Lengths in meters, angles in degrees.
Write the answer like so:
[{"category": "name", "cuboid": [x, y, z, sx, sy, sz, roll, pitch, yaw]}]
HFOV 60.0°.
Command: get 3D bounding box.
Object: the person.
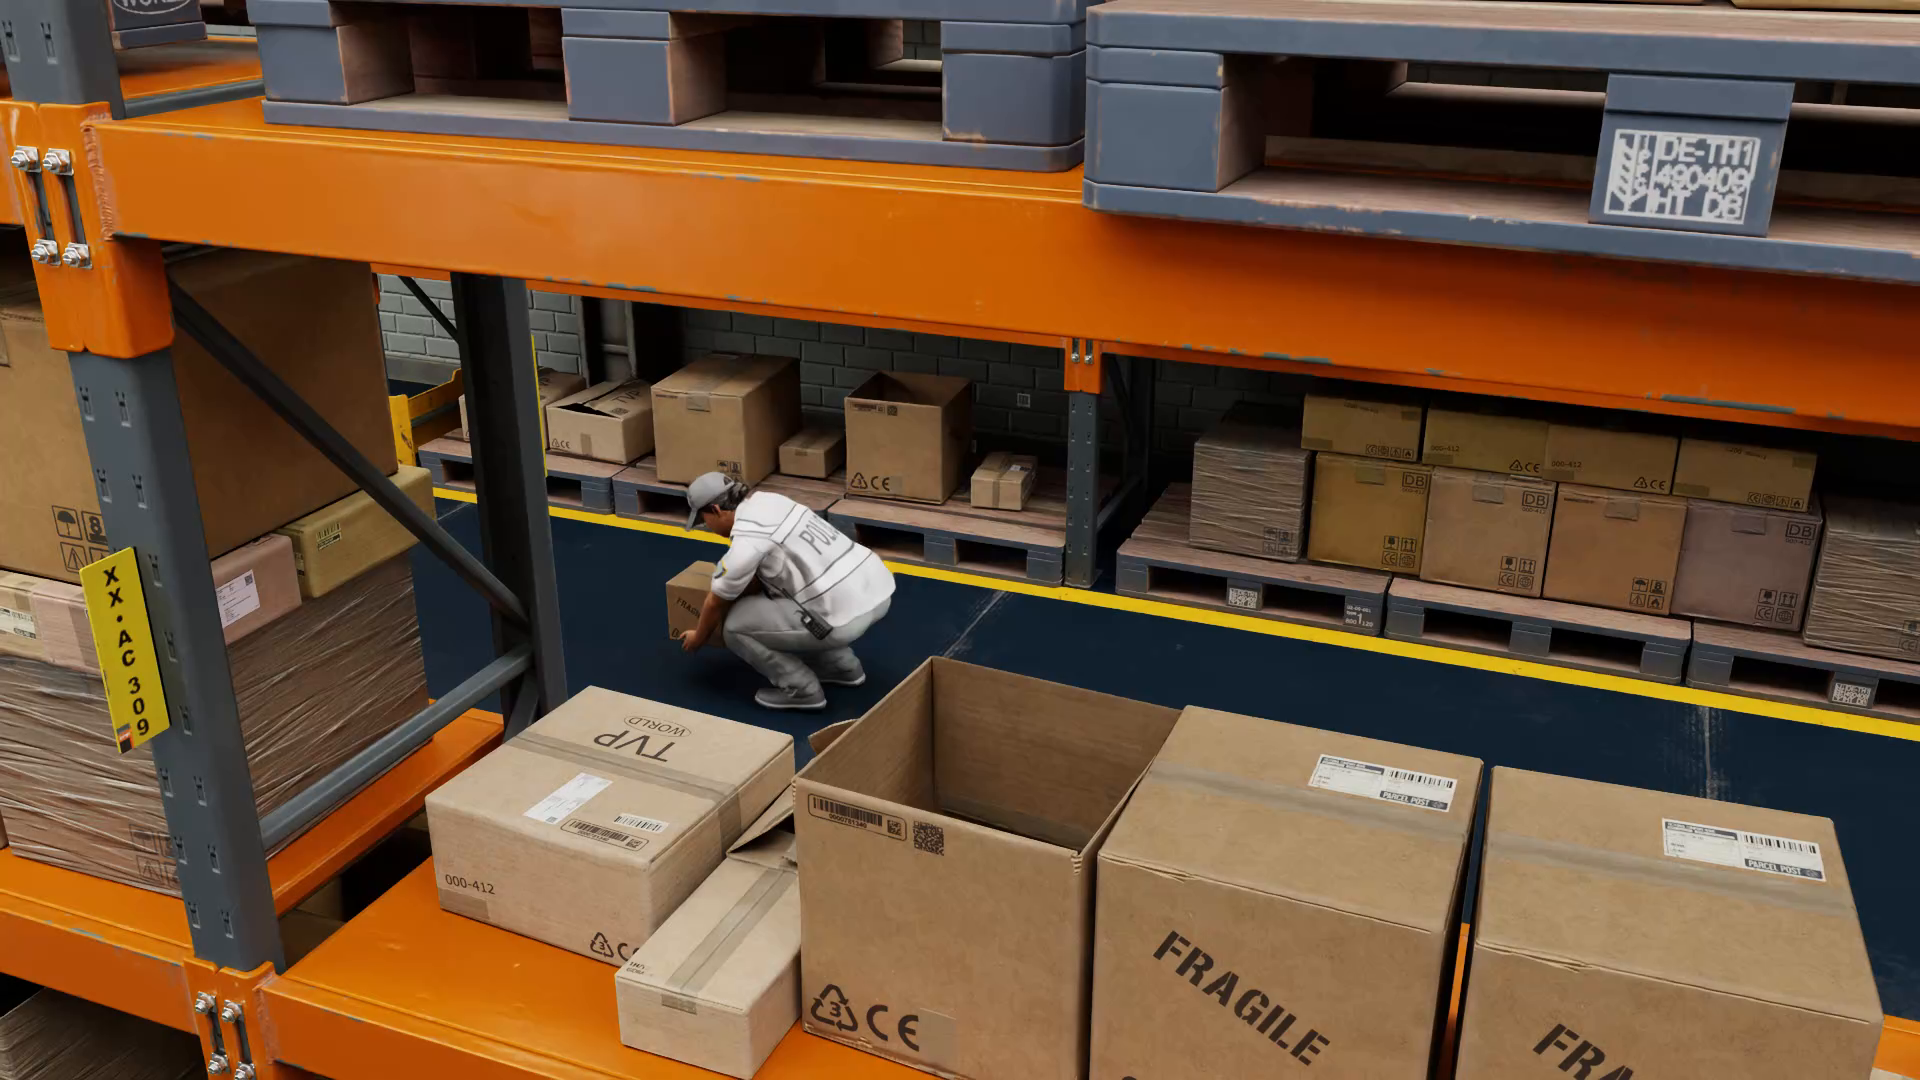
[{"category": "person", "cuboid": [-0.695, 0.190, 6.606, 0.852, 0.930, 0.536, 9, 24, 20]}]
